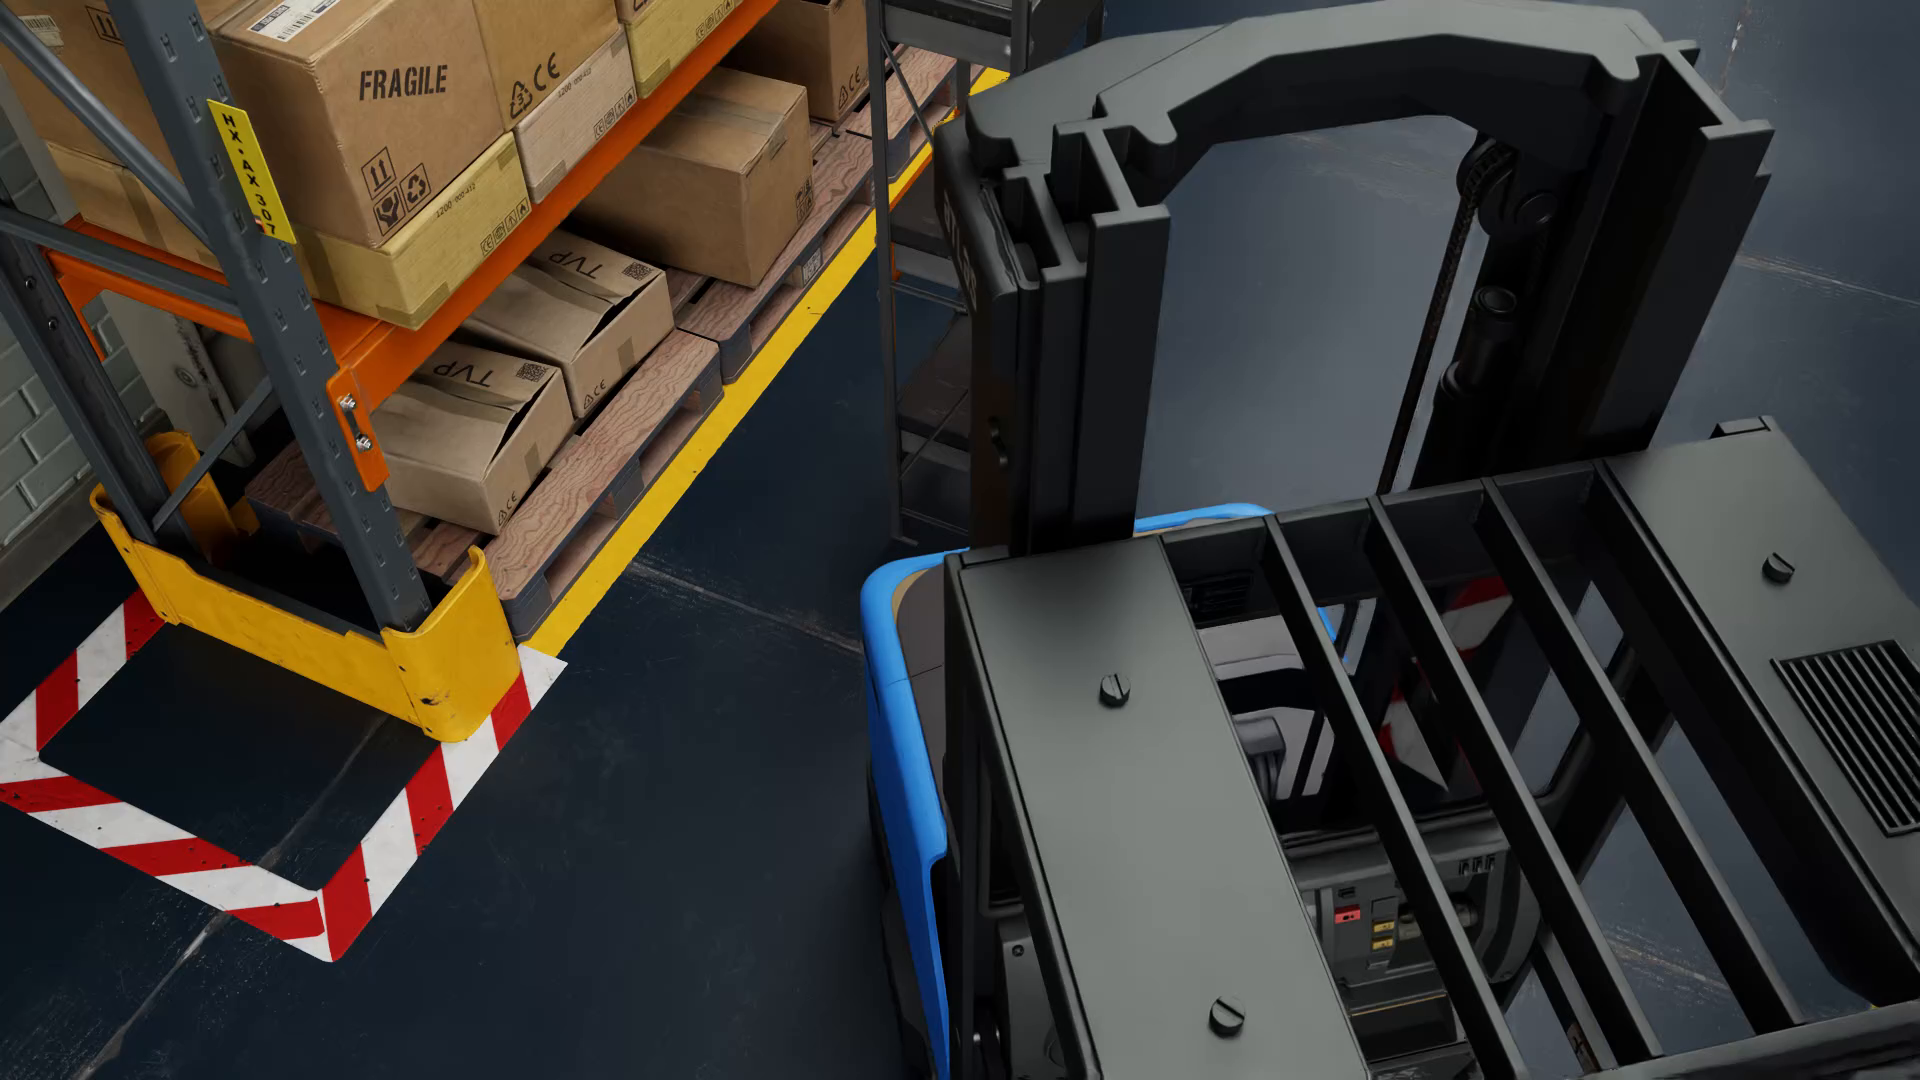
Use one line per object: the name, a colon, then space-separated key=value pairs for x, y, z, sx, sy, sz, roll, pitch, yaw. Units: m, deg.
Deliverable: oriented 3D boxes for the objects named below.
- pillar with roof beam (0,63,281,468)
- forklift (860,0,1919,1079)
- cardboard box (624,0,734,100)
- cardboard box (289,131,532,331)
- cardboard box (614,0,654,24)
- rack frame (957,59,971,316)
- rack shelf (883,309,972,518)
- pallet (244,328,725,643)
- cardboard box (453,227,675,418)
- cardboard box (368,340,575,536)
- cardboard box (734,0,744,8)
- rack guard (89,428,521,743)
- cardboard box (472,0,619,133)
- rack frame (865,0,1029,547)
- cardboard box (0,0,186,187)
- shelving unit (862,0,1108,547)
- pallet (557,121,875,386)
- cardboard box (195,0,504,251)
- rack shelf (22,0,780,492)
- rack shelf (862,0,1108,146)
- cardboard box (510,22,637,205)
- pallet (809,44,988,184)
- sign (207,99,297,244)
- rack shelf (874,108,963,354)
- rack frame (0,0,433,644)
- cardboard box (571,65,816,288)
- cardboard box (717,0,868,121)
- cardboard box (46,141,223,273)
pillar with roof beam: x=1.498 y=-1.937 z=0.990 sx=9.100 sy=9.000 sz=0.400 roll=20 pitch=52 yaw=16
forklift: x=0.575 y=0.821 z=2.627 sx=1.130 sy=2.935 sz=3.031 roll=-10 pitch=50 yaw=-8
cardboard box: x=-0.984 y=-1.532 z=4.670 sx=0.500 sy=0.250 sz=0.500 roll=19 pitch=52 yaw=16
cardboard box: x=-1.416 y=-0.821 z=4.065 sx=0.500 sy=0.250 sz=0.500 roll=18 pitch=52 yaw=15
cardboard box: x=-0.989 y=-1.753 z=4.365 sx=0.500 sy=0.500 sz=0.500 roll=18 pitch=52 yaw=15
rack frame: x=0.175 y=-0.962 z=4.690 sx=0.400 sy=2.100 sz=0.015 roll=20 pitch=52 yaw=16
rack shelf: x=0.071 y=-0.332 z=5.091 sx=0.431 sy=0.518 sz=0.480 roll=20 pitch=52 yaw=16
pallet: x=-1.500 y=-0.327 z=5.390 sx=1.003 sy=0.211 sz=1.213 roll=20 pitch=52 yaw=16
cardboard box: x=-1.291 y=-0.742 z=5.388 sx=0.500 sy=0.311 sz=0.500 roll=24 pitch=54 yaw=19
cardboard box: x=-1.535 y=-0.349 z=5.054 sx=0.500 sy=0.311 sz=0.500 roll=14 pitch=51 yaw=12
cardboard box: x=-0.766 y=-1.880 z=4.965 sx=0.500 sy=0.250 sz=0.500 roll=20 pitch=53 yaw=16
rack guard: x=-1.879 y=0.127 z=4.814 sx=1.175 sy=0.500 sz=0.348 roll=20 pitch=52 yaw=16
cardboard box: x=-1.216 y=-1.400 z=4.064 sx=0.500 sy=0.500 sz=0.500 roll=20 pitch=52 yaw=16
rack frame: x=-0.034 y=-0.626 z=4.404 sx=0.400 sy=2.100 sz=0.015 roll=20 pitch=52 yaw=16
cardboard box: x=-1.902 y=-1.225 z=3.916 sx=0.500 sy=0.500 sz=0.500 roll=19 pitch=52 yaw=16
shelving unit: x=0.071 y=-0.794 z=4.547 sx=0.431 sy=2.100 sz=0.503 roll=20 pitch=52 yaw=16
pallet: x=-0.978 y=-1.164 z=6.102 sx=1.003 sy=0.211 sz=1.213 roll=20 pitch=52 yaw=16
cardboard box: x=-1.436 y=-1.062 z=3.777 sx=0.500 sy=0.500 sz=0.500 roll=20 pitch=52 yaw=16
rack shelf: x=-1.057 y=-1.775 z=5.263 sx=1.077 sy=0.370 sz=4.000 roll=20 pitch=52 yaw=16
rack shelf: x=0.071 y=-1.239 z=4.025 sx=0.431 sy=0.518 sz=0.480 roll=20 pitch=52 yaw=16
cardboard box: x=-1.207 y=-1.183 z=4.373 sx=0.500 sy=0.250 sz=0.500 roll=18 pitch=52 yaw=15
pallet: x=-0.458 y=-2.007 z=6.819 sx=1.003 sy=0.211 sz=1.213 roll=20 pitch=52 yaw=16
sign: x=-1.421 y=-0.735 z=3.337 sx=0.100 sy=0.325 sz=0.005 roll=20 pitch=52 yaw=16
rack shelf: x=0.071 y=-0.786 z=4.558 sx=0.431 sy=0.518 sz=0.480 roll=20 pitch=52 yaw=16
rack frame: x=-1.912 y=-0.631 z=3.817 sx=1.000 sy=3.000 sz=0.127 roll=20 pitch=52 yaw=16
cardboard box: x=-0.932 y=-1.292 z=5.732 sx=0.700 sy=0.500 sz=0.500 roll=17 pitch=52 yaw=14
cardboard box: x=-0.610 y=-1.990 z=6.326 sx=0.500 sy=0.500 sz=0.500 roll=16 pitch=52 yaw=13
cardboard box: x=-1.887 y=-0.973 z=4.194 sx=0.500 sy=0.250 sz=0.500 roll=20 pitch=53 yaw=17
